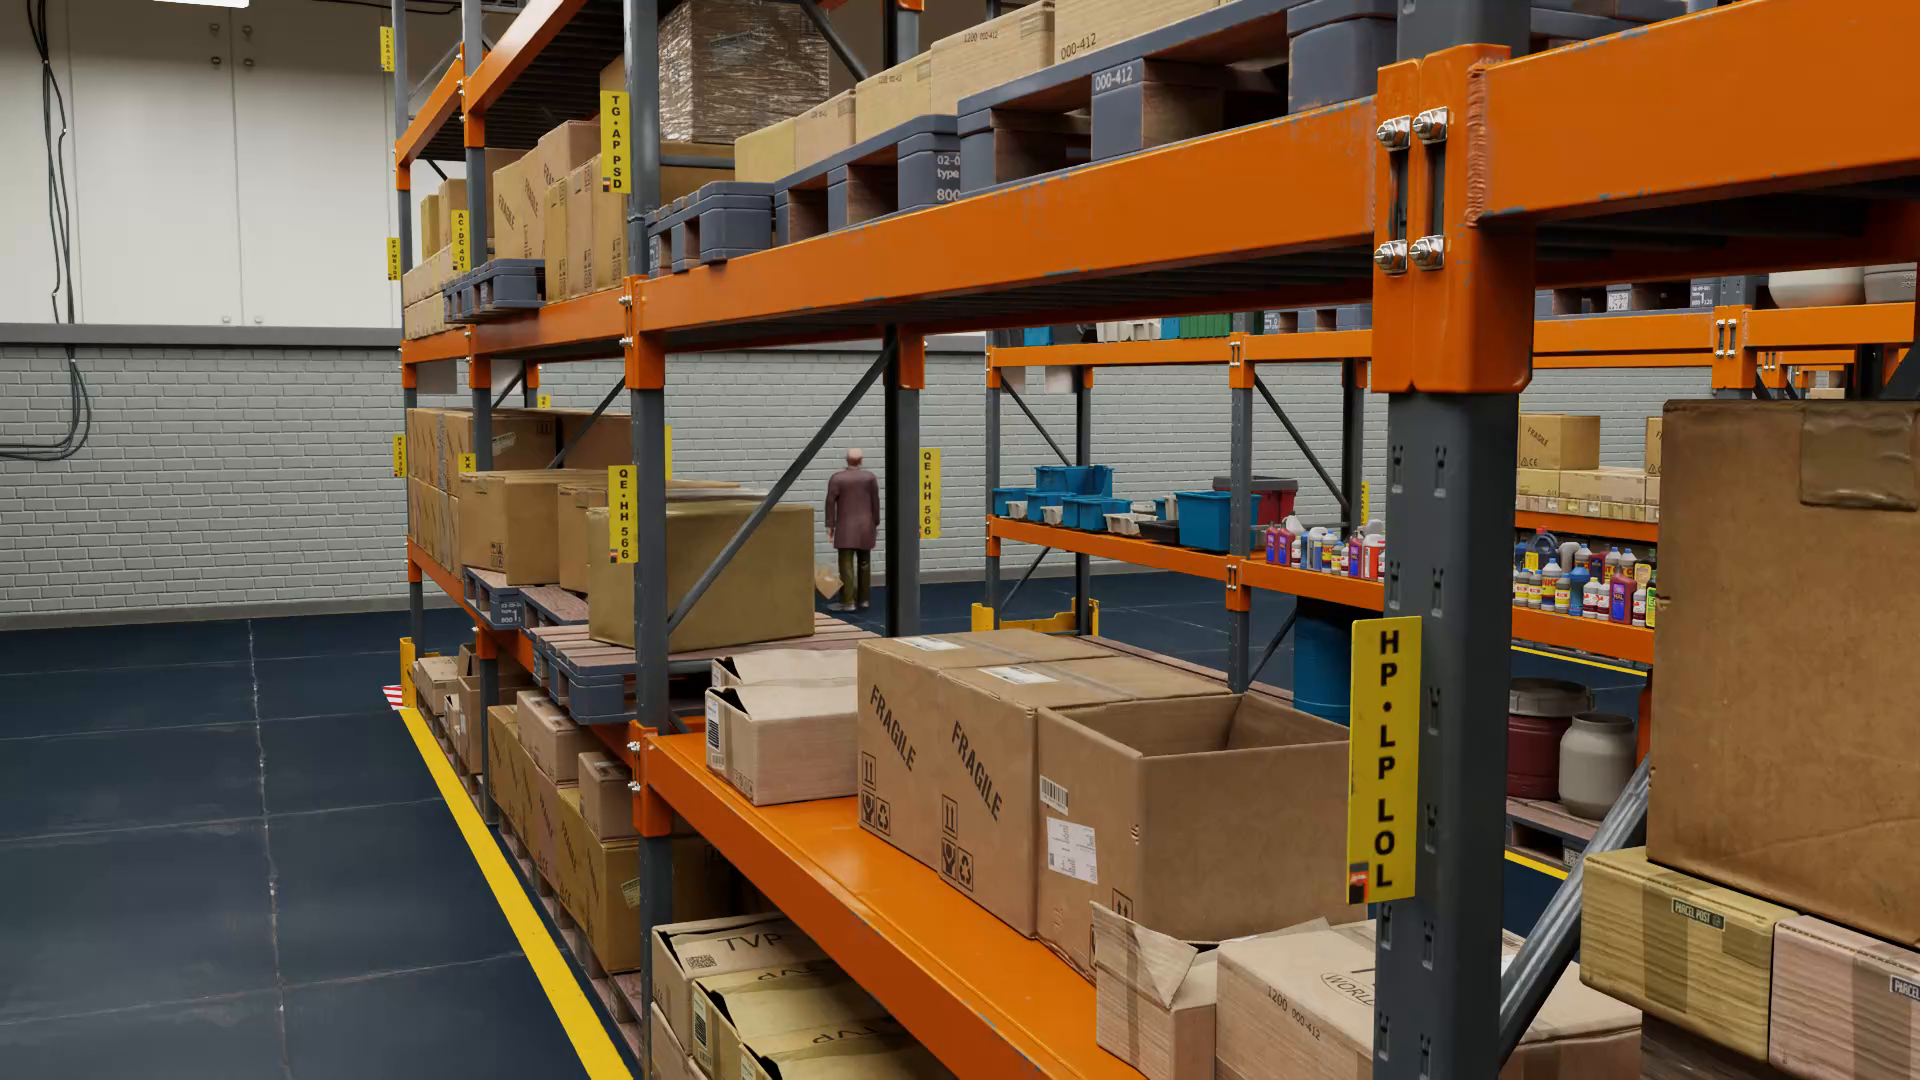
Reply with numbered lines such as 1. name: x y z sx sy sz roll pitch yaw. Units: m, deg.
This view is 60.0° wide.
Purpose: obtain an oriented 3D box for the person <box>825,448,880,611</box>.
1. person: -1.195 -0.130 18.322 0.632 1.784 0.602 -2 6 -19
